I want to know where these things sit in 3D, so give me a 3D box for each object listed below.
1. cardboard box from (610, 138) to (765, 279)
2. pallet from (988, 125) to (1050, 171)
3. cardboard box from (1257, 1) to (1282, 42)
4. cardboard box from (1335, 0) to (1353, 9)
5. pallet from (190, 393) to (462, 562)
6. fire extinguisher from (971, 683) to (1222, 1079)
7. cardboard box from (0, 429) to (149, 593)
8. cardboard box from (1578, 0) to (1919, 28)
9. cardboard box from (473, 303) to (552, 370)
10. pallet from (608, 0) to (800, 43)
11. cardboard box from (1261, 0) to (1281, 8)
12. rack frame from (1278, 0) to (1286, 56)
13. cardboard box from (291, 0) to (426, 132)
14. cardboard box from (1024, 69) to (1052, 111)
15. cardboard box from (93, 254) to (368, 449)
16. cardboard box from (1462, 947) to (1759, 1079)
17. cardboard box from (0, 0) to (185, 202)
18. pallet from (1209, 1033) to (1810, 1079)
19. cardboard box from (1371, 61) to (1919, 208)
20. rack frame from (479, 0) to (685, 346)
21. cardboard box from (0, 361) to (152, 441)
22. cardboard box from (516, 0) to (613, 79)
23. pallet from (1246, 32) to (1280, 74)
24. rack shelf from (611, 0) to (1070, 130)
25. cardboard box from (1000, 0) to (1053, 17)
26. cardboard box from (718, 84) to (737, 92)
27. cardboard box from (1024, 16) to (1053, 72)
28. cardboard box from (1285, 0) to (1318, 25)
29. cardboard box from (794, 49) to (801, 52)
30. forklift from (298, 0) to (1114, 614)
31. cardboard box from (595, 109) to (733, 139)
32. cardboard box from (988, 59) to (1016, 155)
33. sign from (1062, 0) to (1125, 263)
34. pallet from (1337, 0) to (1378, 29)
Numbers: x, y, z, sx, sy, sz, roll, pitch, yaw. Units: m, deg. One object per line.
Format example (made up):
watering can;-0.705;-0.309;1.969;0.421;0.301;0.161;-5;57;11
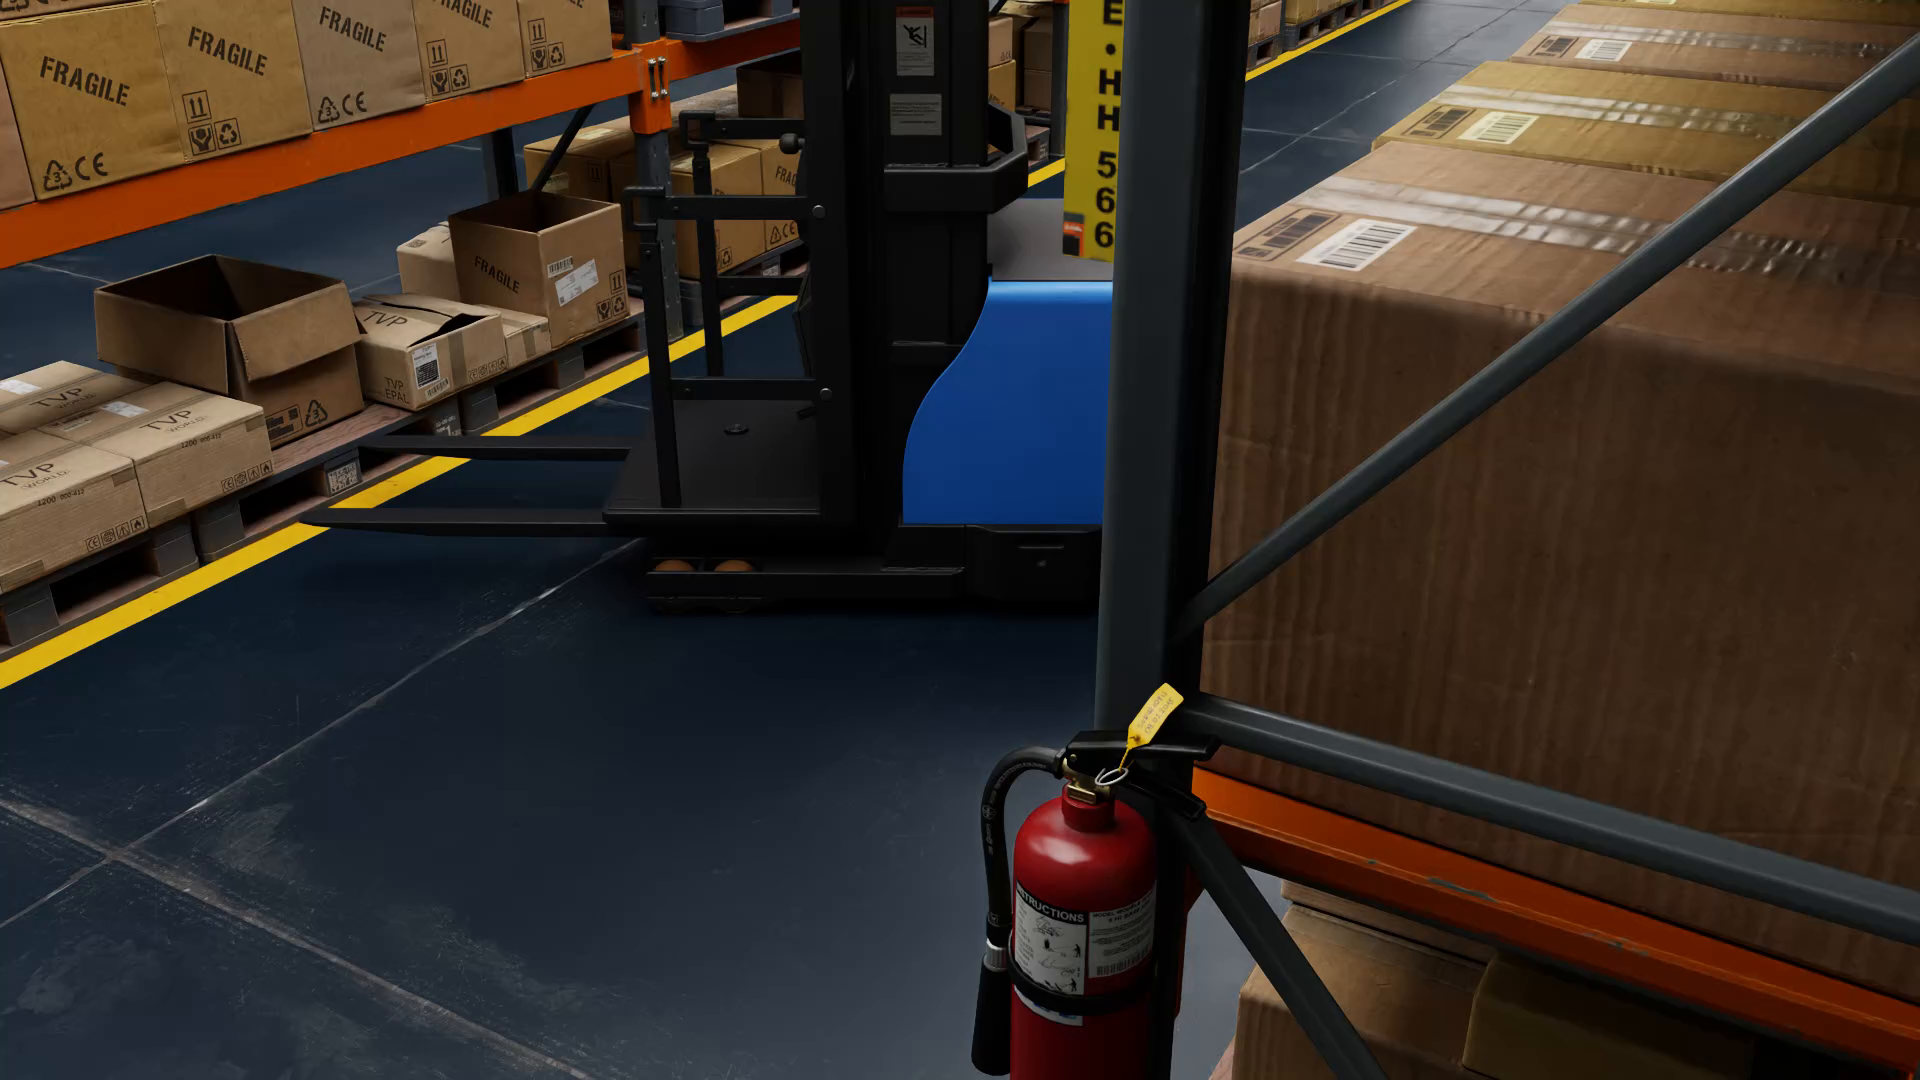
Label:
cardboard box;-1.274;-1.563;7.822;0.500;0.500;0.500;13;29;24
pallet;-0.156;-2.378;10.265;1.003;0.211;1.213;14;30;26
cardboard box;2.260;-4.200;13.391;0.500;0.250;0.500;14;30;26
cardboard box;3.205;-4.927;14.843;0.500;0.250;0.500;14;30;26
pallet;-2.662;-0.357;6.228;1.003;0.211;1.213;14;30;26
fire extinguisher;0.147;0.458;1.988;0.296;0.674;0.183;14;30;26
cardboard box;-2.931;-0.102;5.182;0.500;0.250;0.500;14;30;26
cardboard box;1.946;-0.903;3.867;0.980;0.700;0.700;13;30;25
cardboard box;-1.889;-0.827;6.745;0.380;0.149;0.250;14;30;26
pallet;-1.236;-2.551;7.709;1.003;0.211;1.213;14;30;26
cardboard box;2.262;-4.455;13.275;0.500;0.311;0.500;14;30;26
rack frame;2.212;-5.467;13.320;1.000;3.000;0.127;14;30;26
cardboard box;-2.250;-1.741;5.764;0.500;0.500;0.500;15;30;27
cardboard box;0.757;-3.006;11.006;0.500;0.250;0.500;14;30;26
cardboard box;-2.644;-0.696;6.087;0.797;0.503;0.637;14;30;26
cardboard box;0.993;0.737;2.525;0.380;0.149;0.250;14;30;26
cardboard box;-2.745;-1.347;4.978;0.500;0.500;0.500;14;30;26
pallet;0.948;1.217;3.082;1.003;0.211;1.213;14;30;26
cardboard box;1.213;-0.322;2.707;0.980;0.700;0.700;14;30;26
rack frame;-1.724;-2.349;7.092;1.000;3.000;0.127;14;30;26
cardboard box;-3.145;-0.387;5.753;0.500;0.250;0.500;14;30;26
cardboard box;-1.746;-2.142;6.567;0.500;0.500;0.500;15;30;27
pallet;1.883;-3.924;13.353;1.003;0.211;1.213;14;30;26
rack shelf;-0.740;-2.807;8.810;1.077;0.370;4.000;14;30;26
cardboard box;0.537;-3.579;11.525;0.500;0.311;0.500;14;30;25
cardboard box;-0.985;-2.268;9.231;0.500;0.500;0.500;13;29;24
cardboard box;0.757;-3.256;10.880;0.500;0.311;0.500;15;30;28
cardboard box;2.704;-4.539;14.069;0.500;0.250;0.500;14;30;26
cardboard box;-0.536;-2.484;8.824;0.500;0.250;0.500;14;30;25
forklift;-0.624;-1.314;5.100;3.031;2.935;1.130;0;27;1
cardboard box;-1.480;-1.874;8.444;0.500;0.500;0.500;14;30;26
cardboard box;-0.012;-2.571;9.835;0.500;0.500;0.500;15;30;28
sign;0.157;-0.449;1.739;0.100;0.325;0.005;14;30;26
pallet;3.238;-4.998;15.498;1.003;0.211;1.213;14;30;26
